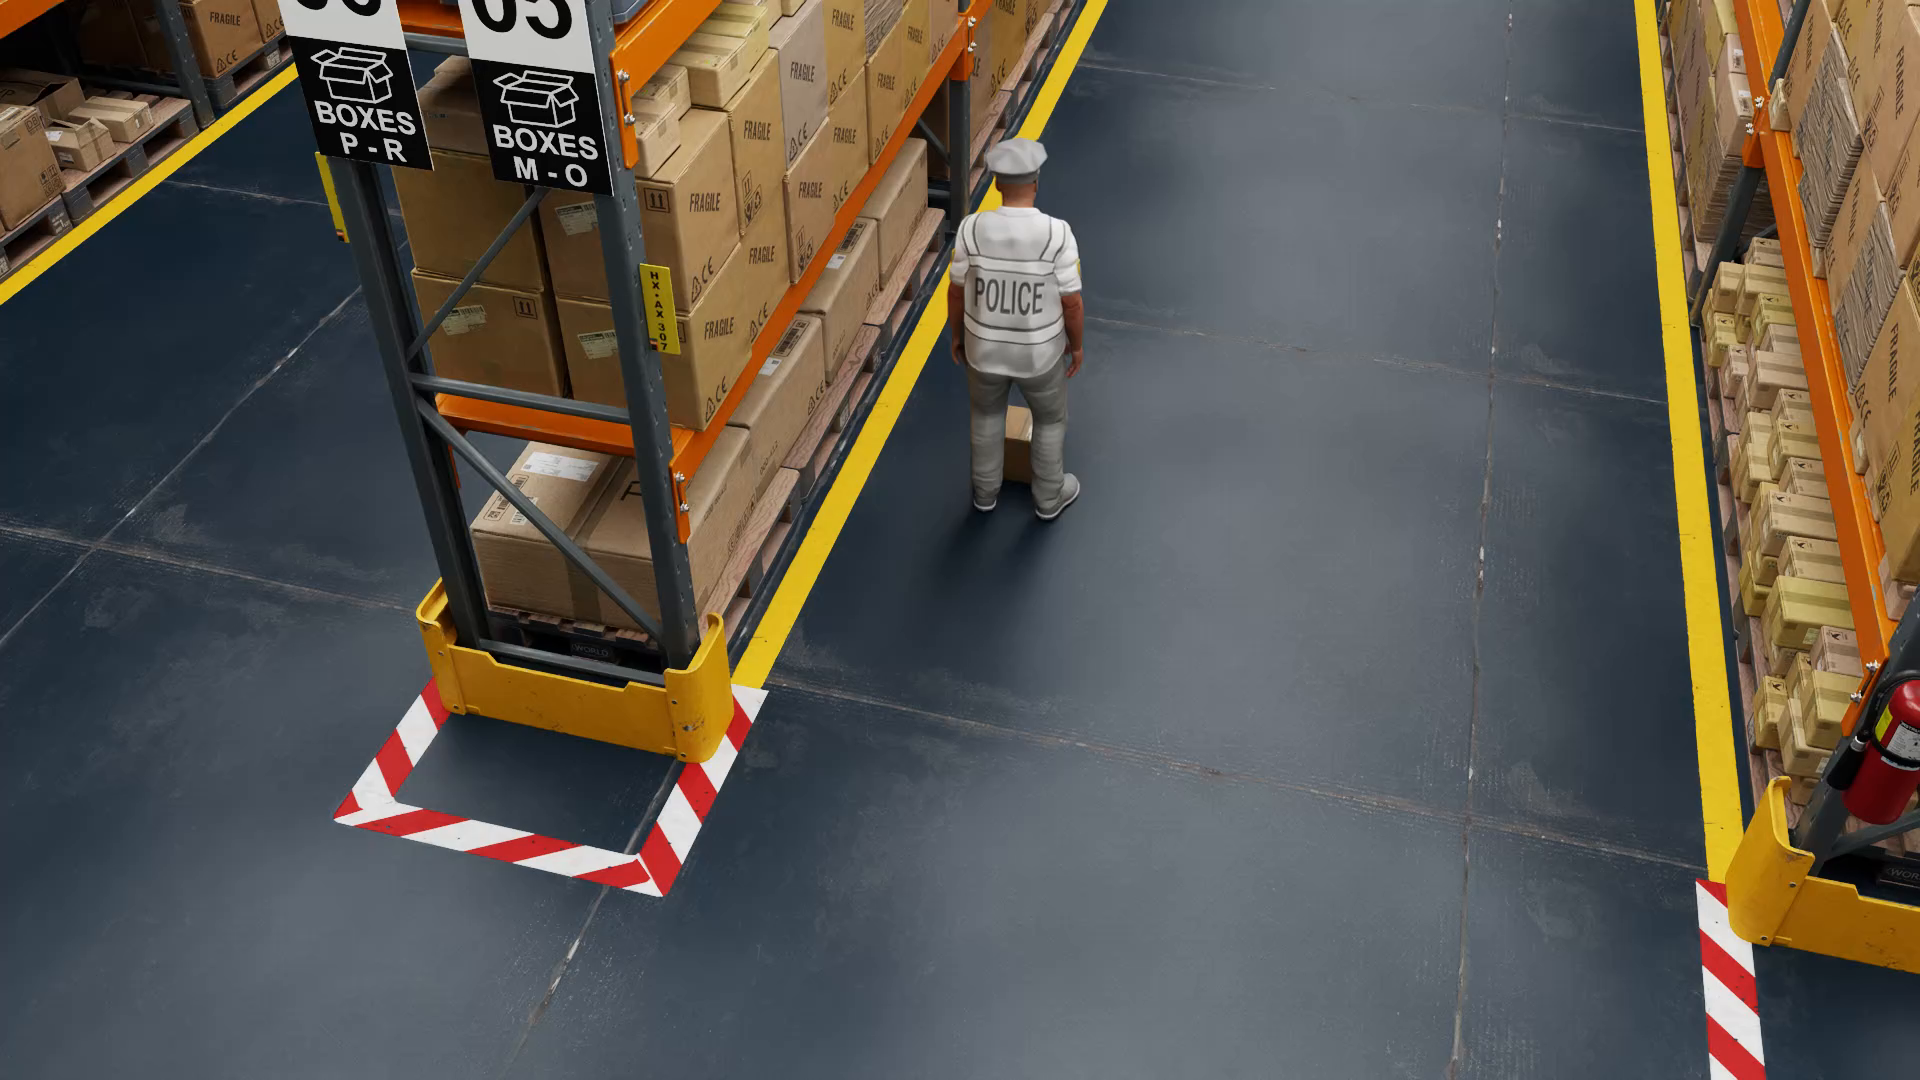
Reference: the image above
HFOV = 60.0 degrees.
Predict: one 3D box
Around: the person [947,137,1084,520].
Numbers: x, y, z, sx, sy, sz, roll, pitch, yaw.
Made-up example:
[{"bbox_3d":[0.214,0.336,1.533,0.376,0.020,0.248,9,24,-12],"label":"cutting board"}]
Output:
[{"bbox_3d":[0.238,-0.836,7.122,0.590,1.746,0.436,8,41,9],"label":"person"}]
